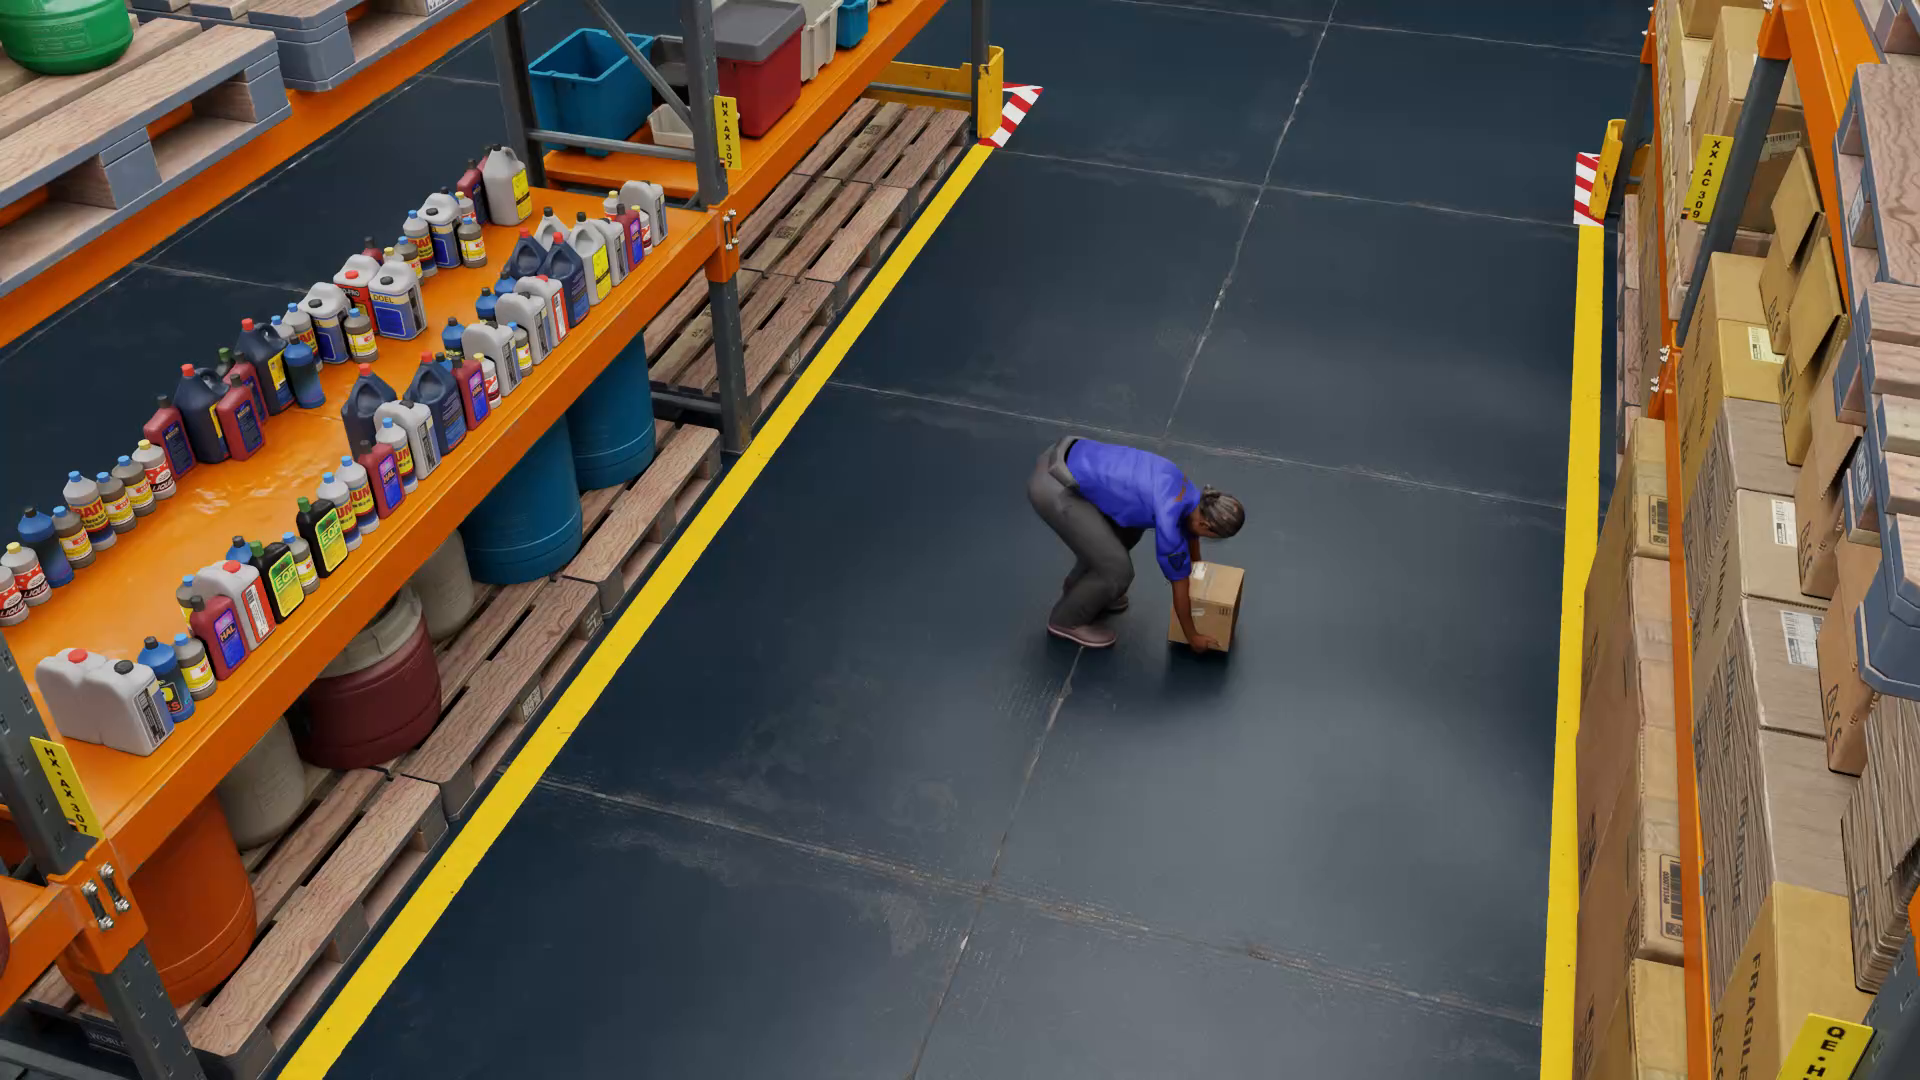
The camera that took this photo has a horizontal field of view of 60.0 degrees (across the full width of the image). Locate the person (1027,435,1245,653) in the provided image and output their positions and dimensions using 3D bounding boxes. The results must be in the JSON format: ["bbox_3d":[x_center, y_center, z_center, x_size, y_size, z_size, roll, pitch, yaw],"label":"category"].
[{"bbox_3d":[0.708,0.015,6.781,0.866,0.877,0.462,9,38,12],"label":"person"}]
